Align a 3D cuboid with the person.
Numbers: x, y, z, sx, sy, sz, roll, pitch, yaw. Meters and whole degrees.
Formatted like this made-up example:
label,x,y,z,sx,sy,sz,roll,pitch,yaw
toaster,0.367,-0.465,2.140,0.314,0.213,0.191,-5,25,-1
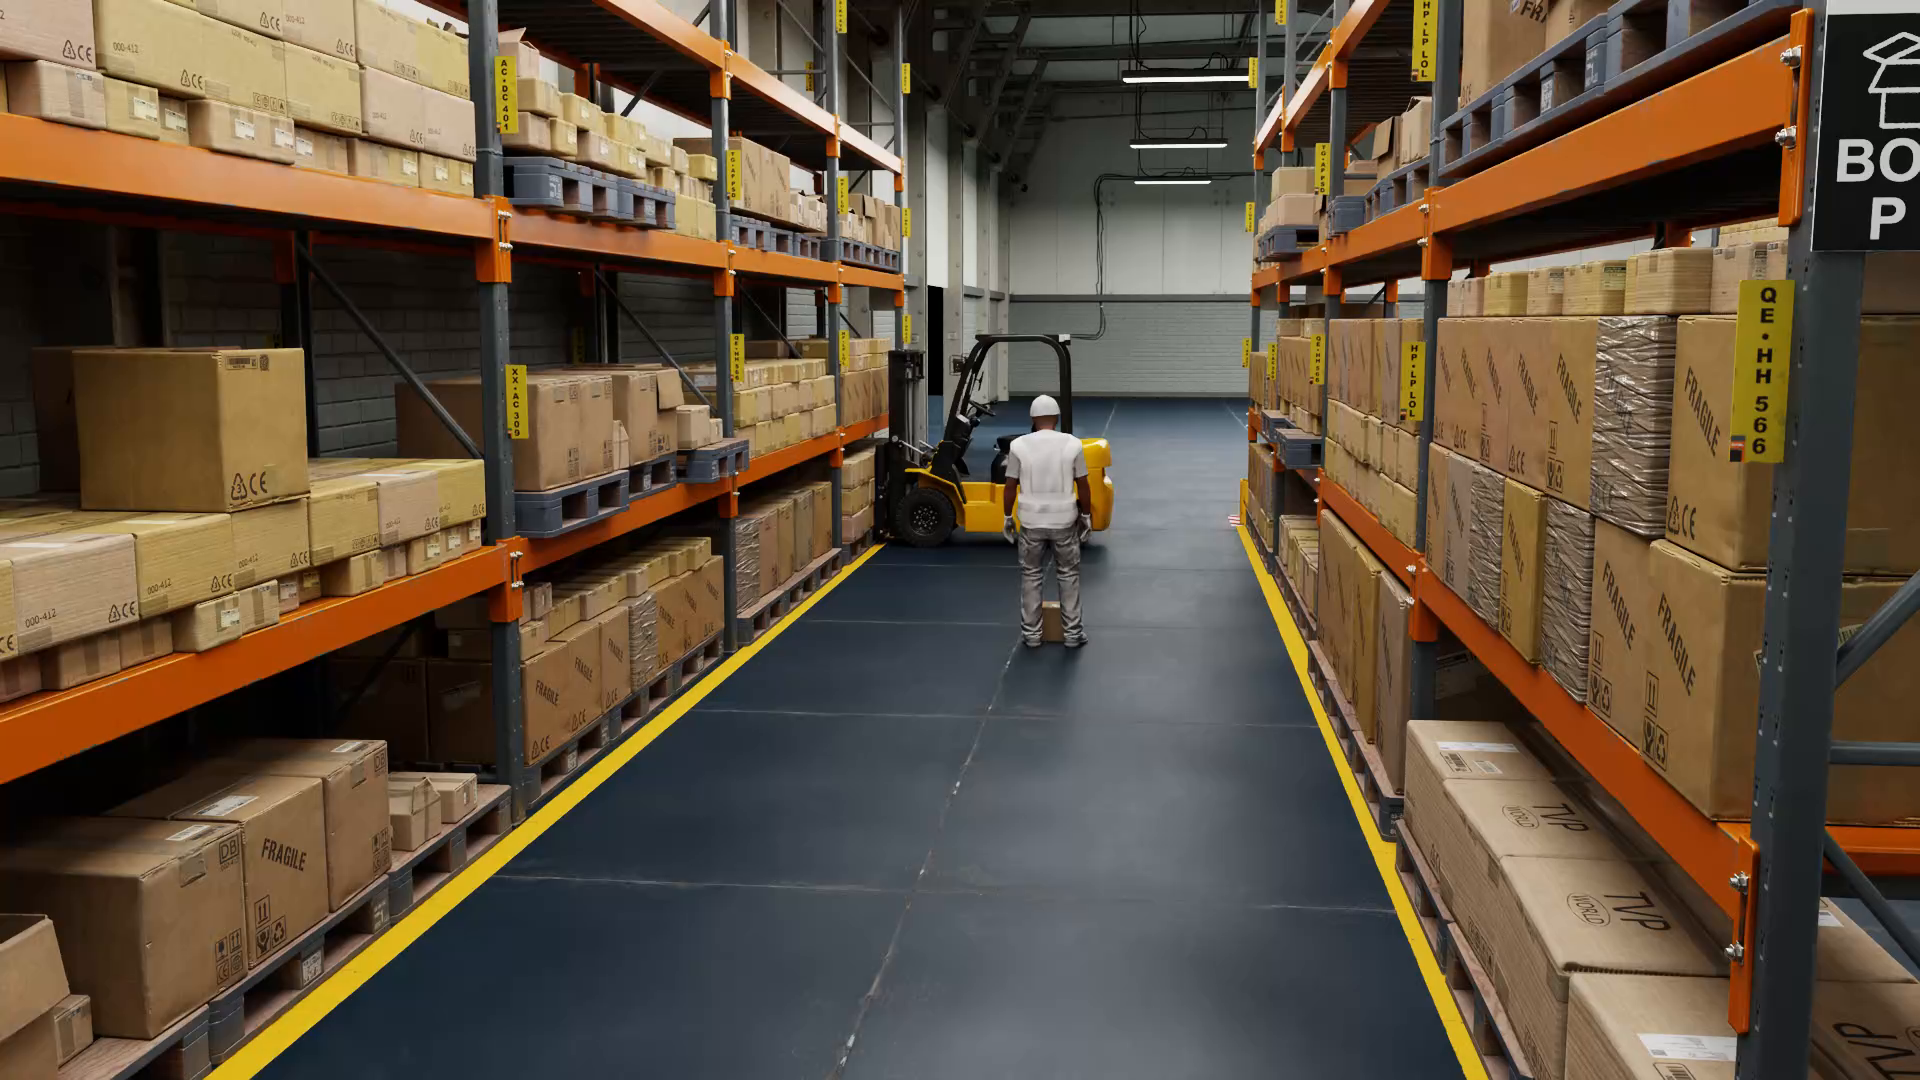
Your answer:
label,x,y,z,sx,sy,sz,roll,pitch,yaw
person,0.617,-0.134,11.760,0.629,1.775,0.444,0,8,3
